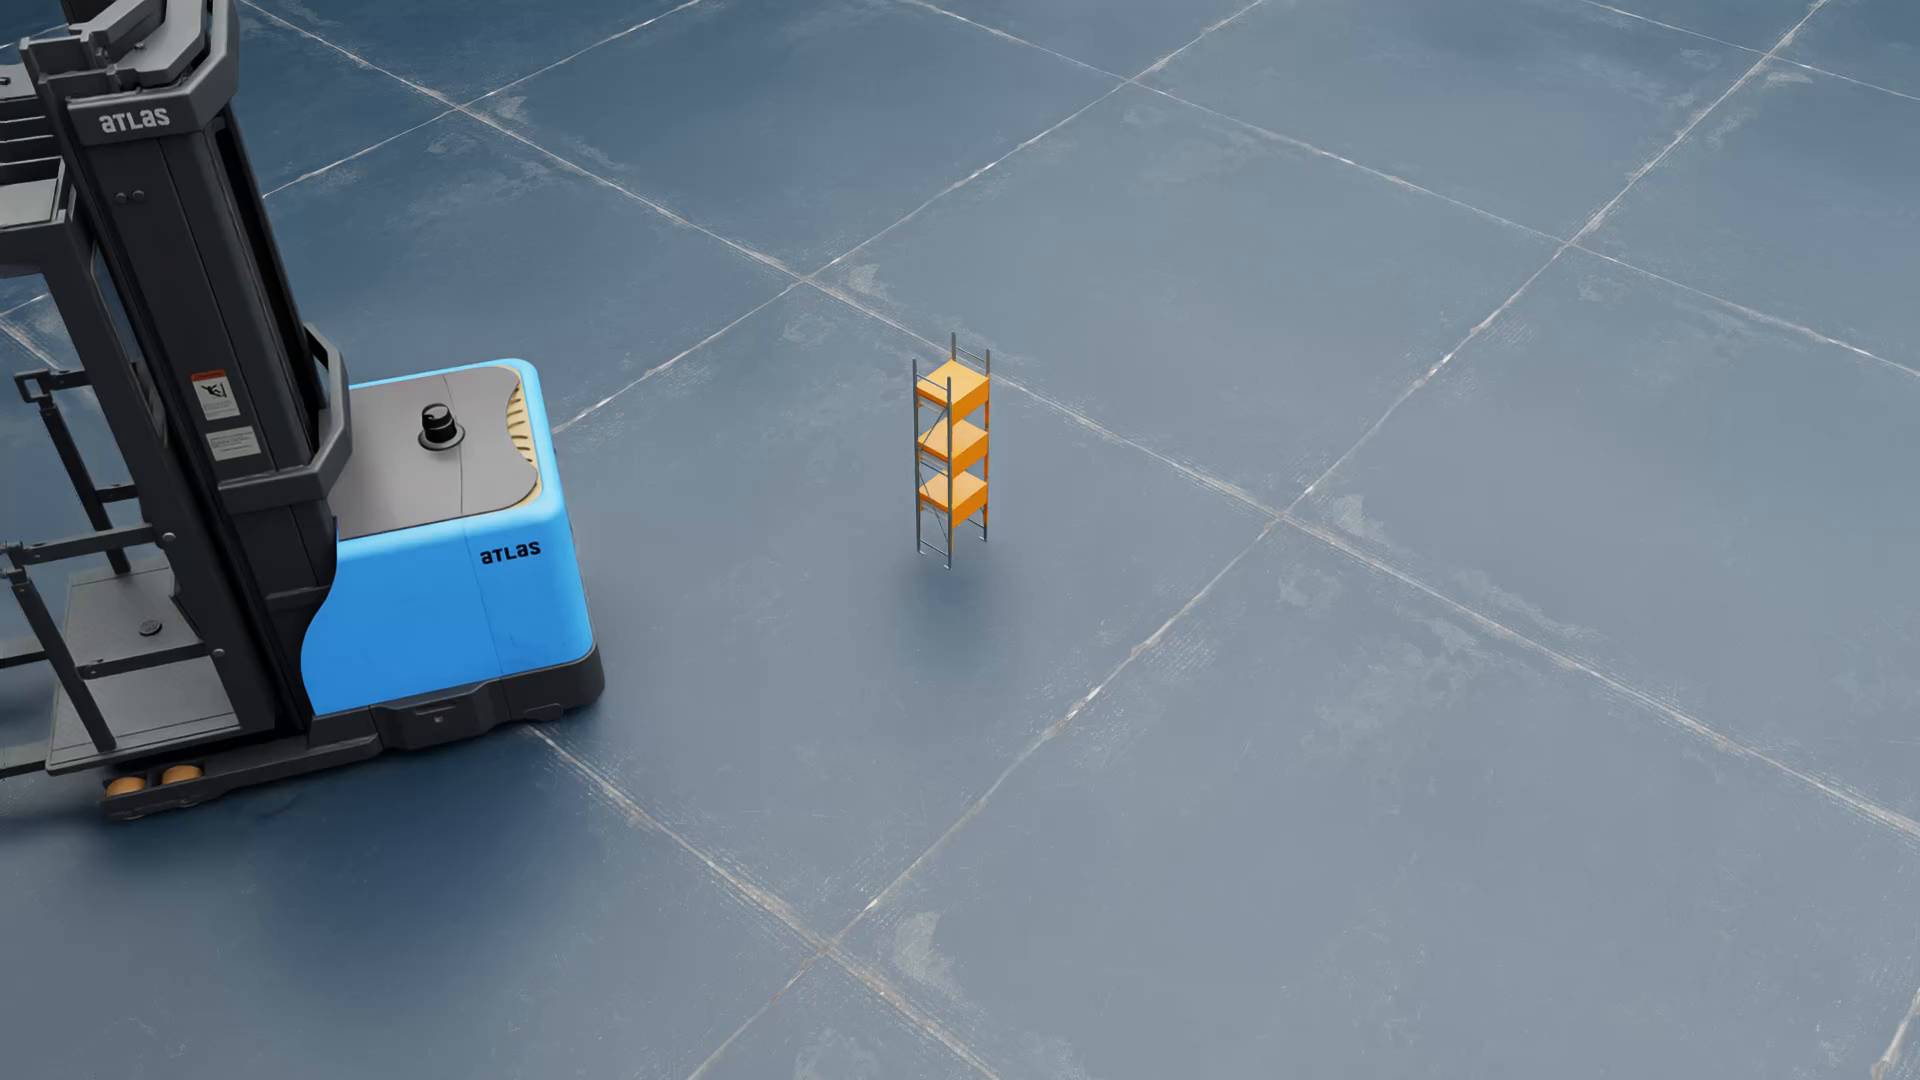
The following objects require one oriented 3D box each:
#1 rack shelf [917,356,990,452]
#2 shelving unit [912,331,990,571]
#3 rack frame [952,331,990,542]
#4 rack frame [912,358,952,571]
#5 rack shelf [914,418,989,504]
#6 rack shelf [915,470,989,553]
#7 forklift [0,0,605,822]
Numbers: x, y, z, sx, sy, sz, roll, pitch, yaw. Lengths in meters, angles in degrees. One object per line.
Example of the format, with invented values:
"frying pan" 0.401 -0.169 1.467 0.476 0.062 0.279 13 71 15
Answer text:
"rack shelf" -0.034 -0.563 6.865 0.215 0.259 0.240 29 50 28
"shelving unit" -0.034 -0.361 7.049 0.215 1.050 0.252 29 50 28
"rack frame" 0.044 -0.424 7.118 0.200 1.050 0.008 29 50 28
"rack frame" -0.113 -0.298 6.980 0.200 1.050 0.008 29 50 28
"rack shelf" -0.034 -0.353 7.056 0.215 0.259 0.240 29 50 28
"rack shelf" -0.034 -0.147 7.243 0.215 0.259 0.240 29 50 28
"forklift" -3.002 -0.431 5.727 3.031 2.935 1.130 -12 44 -13
